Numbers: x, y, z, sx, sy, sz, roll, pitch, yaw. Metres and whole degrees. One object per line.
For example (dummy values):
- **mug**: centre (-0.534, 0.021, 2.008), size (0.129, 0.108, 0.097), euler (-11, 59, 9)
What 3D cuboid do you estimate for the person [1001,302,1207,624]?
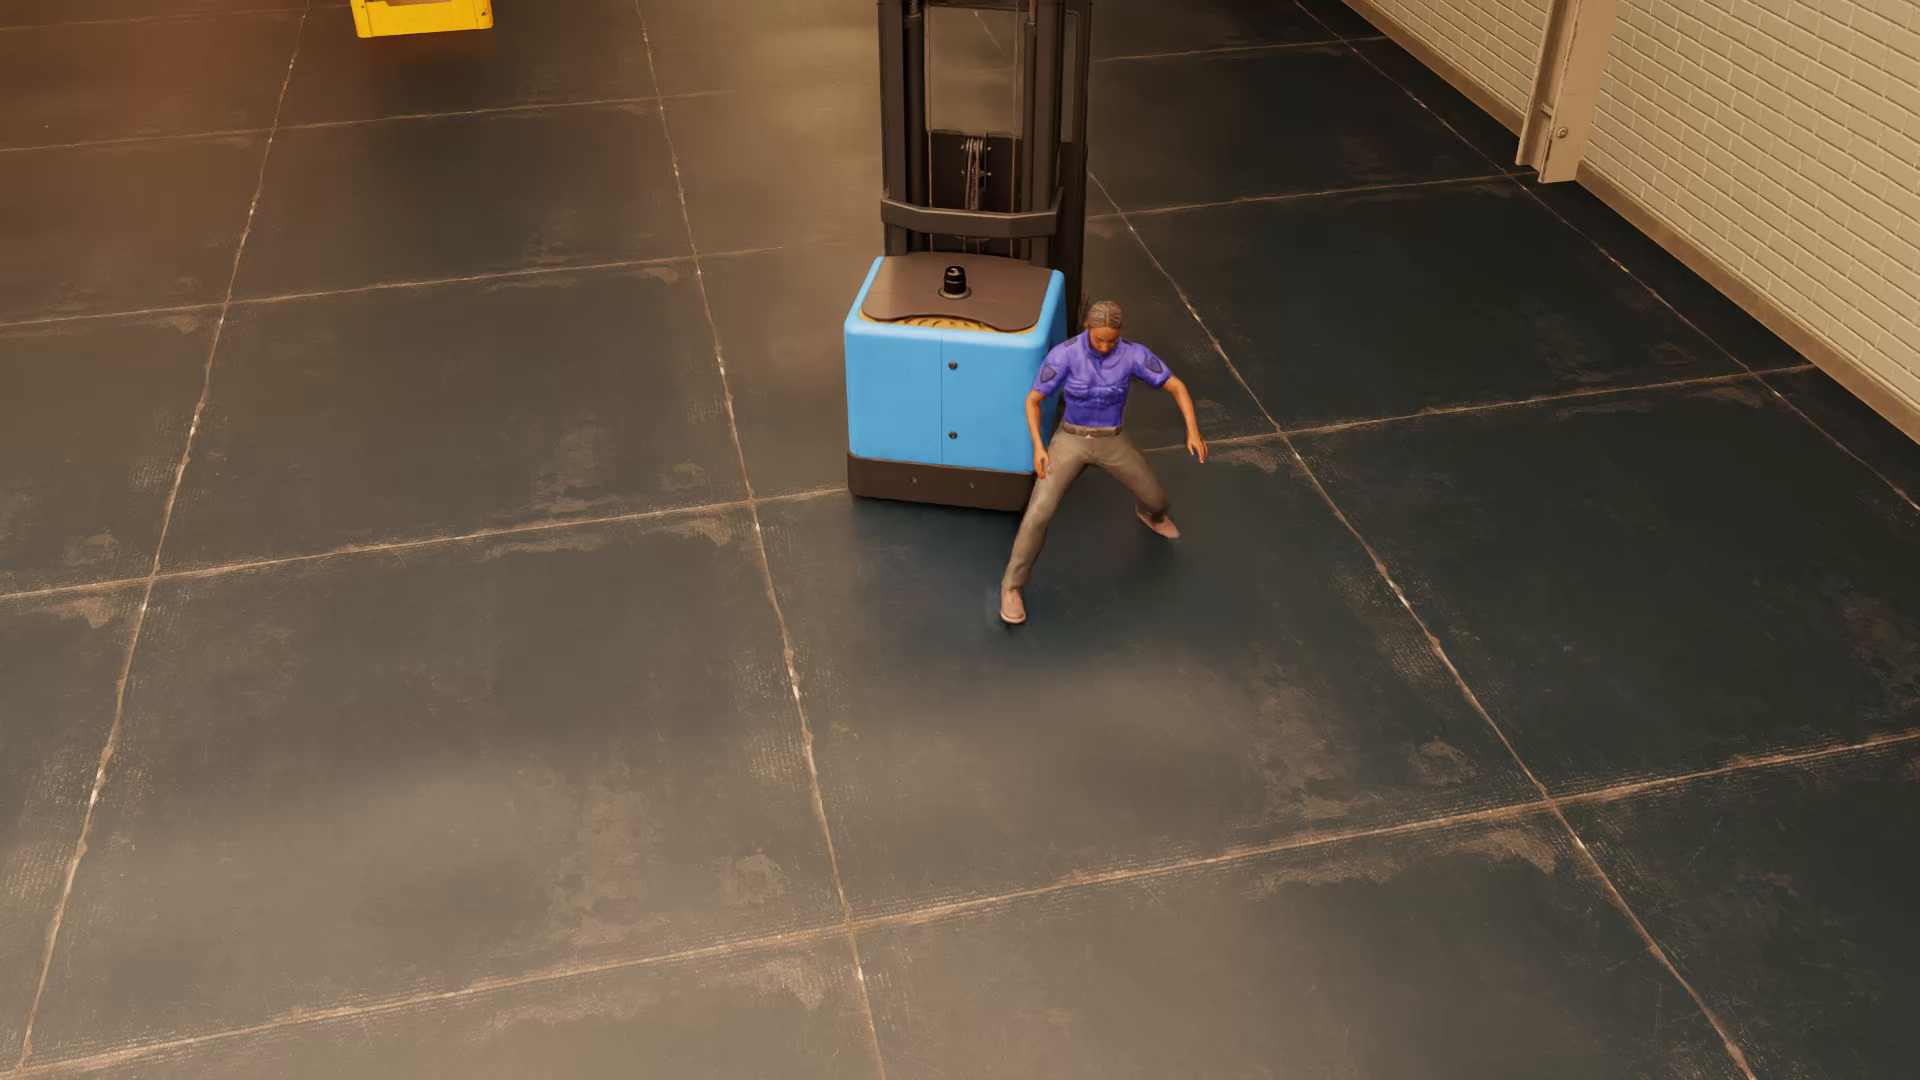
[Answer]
- **person**: centre (0.669, -0.422, 7.934), size (0.979, 1.519, 0.938), euler (-1, 36, -2)

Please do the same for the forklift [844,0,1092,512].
- **forklift**: centre (0.166, -2.189, 9.092), size (1.130, 2.935, 3.031), euler (6, 36, 8)
